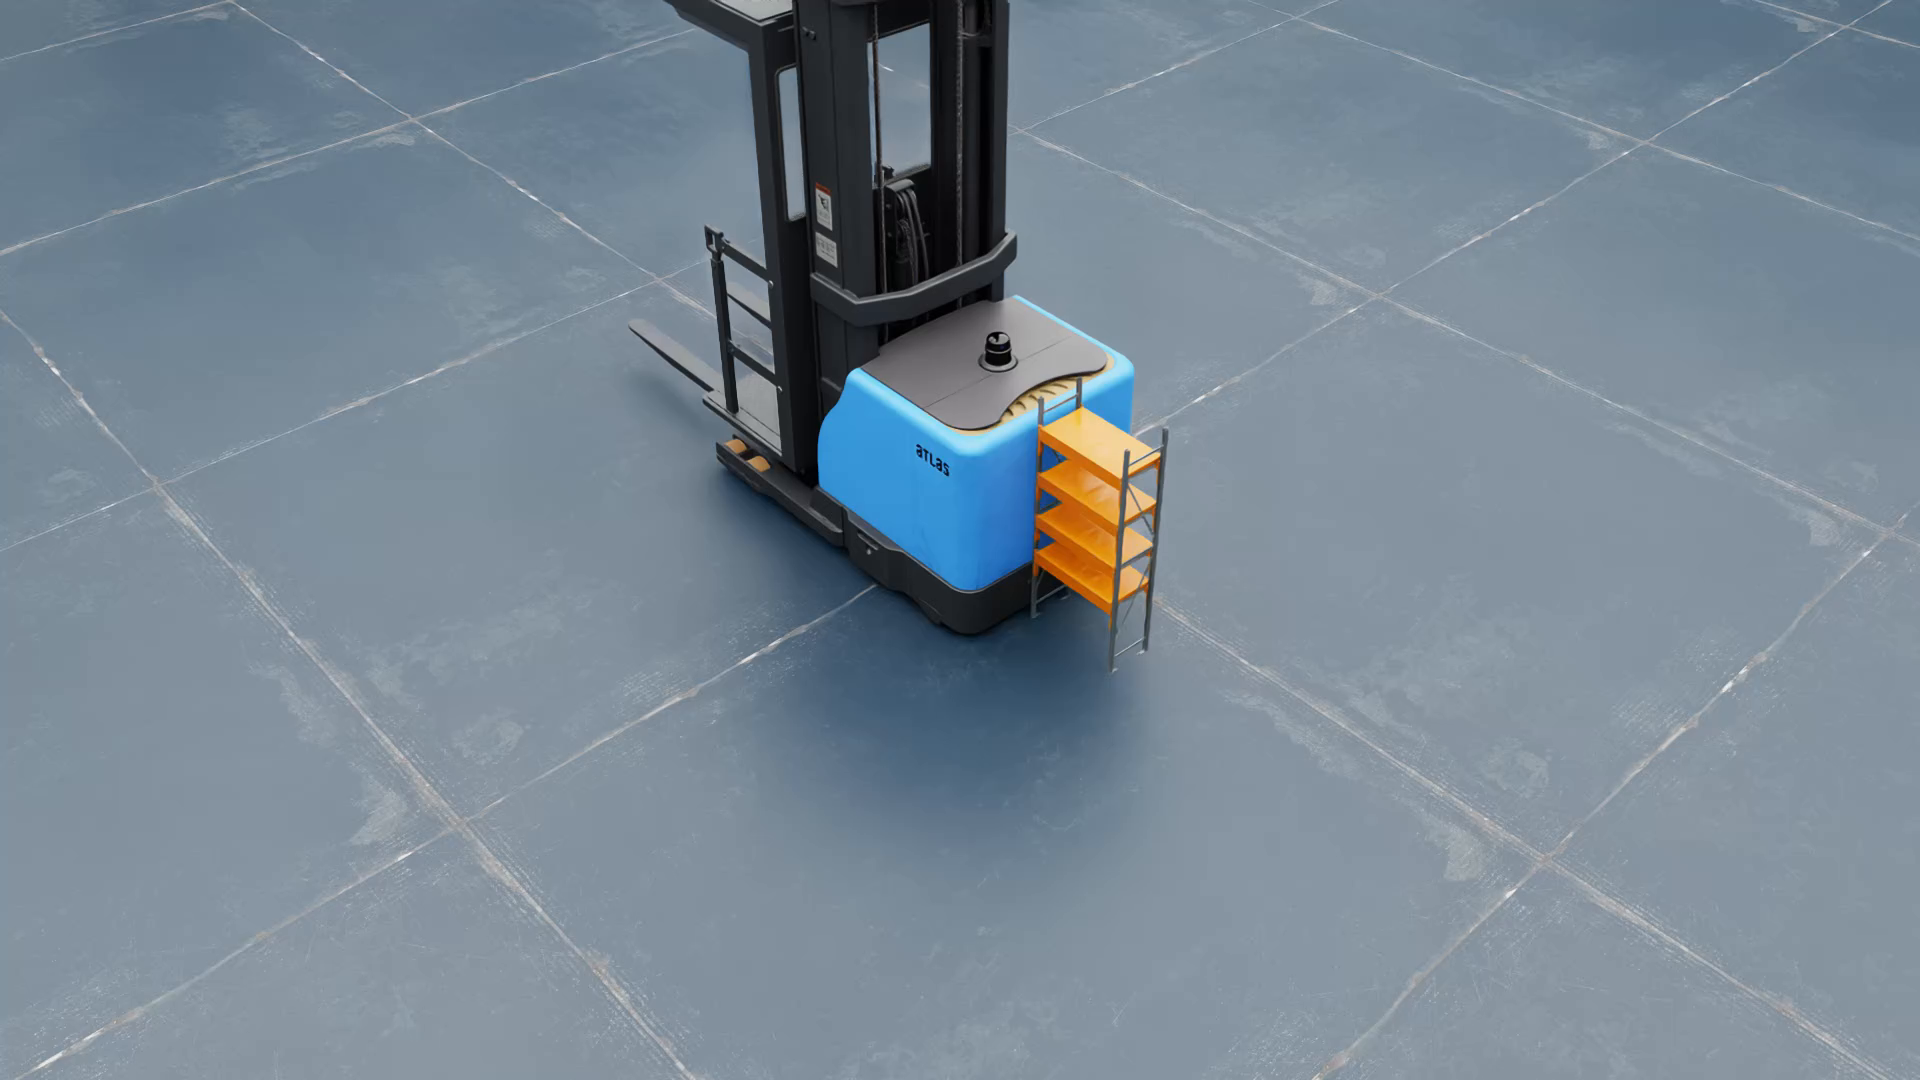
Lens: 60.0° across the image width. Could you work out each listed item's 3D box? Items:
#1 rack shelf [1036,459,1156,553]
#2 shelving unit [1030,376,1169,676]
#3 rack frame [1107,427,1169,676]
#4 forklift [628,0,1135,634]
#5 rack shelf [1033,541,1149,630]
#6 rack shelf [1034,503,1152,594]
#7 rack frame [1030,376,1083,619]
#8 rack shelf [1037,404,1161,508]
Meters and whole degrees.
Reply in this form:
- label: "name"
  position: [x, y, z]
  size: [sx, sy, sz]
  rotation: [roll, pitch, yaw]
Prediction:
- label: "rack shelf"
  position: [0.574, -0.167, 6.961]
  size: [0.258, 0.148, 0.480]
  rotation: [-29, 47, -31]
- label: "shelving unit"
  position: [0.574, -0.045, 7.059]
  size: [0.258, 1.200, 0.503]
  rotation: [-29, 47, -31]
- label: "rack frame"
  position: [0.735, 0.070, 6.916]
  size: [0.240, 1.200, 0.015]
  rotation: [-29, 47, -31]
- label: "forklift"
  position: [-0.570, -1.576, 7.576]
  size: [1.130, 2.935, 3.031]
  rotation: [-29, 47, -31]
- label: "rack shelf"
  position: [0.574, 0.161, 7.226]
  size: [0.258, 0.148, 0.480]
  rotation: [-29, 47, -31]
- label: "rack shelf"
  position: [0.574, 0.007, 7.101]
  size: [0.258, 0.148, 0.480]
  rotation: [-29, 47, -31]
- label: "rack frame"
  position: [0.414, -0.161, 7.202]
  size: [0.240, 1.200, 0.015]
  rotation: [-29, 47, -31]
- label: "rack shelf"
  position: [0.574, -0.351, 6.812]
  size: [0.258, 0.148, 0.480]
  rotation: [-29, 47, -31]
